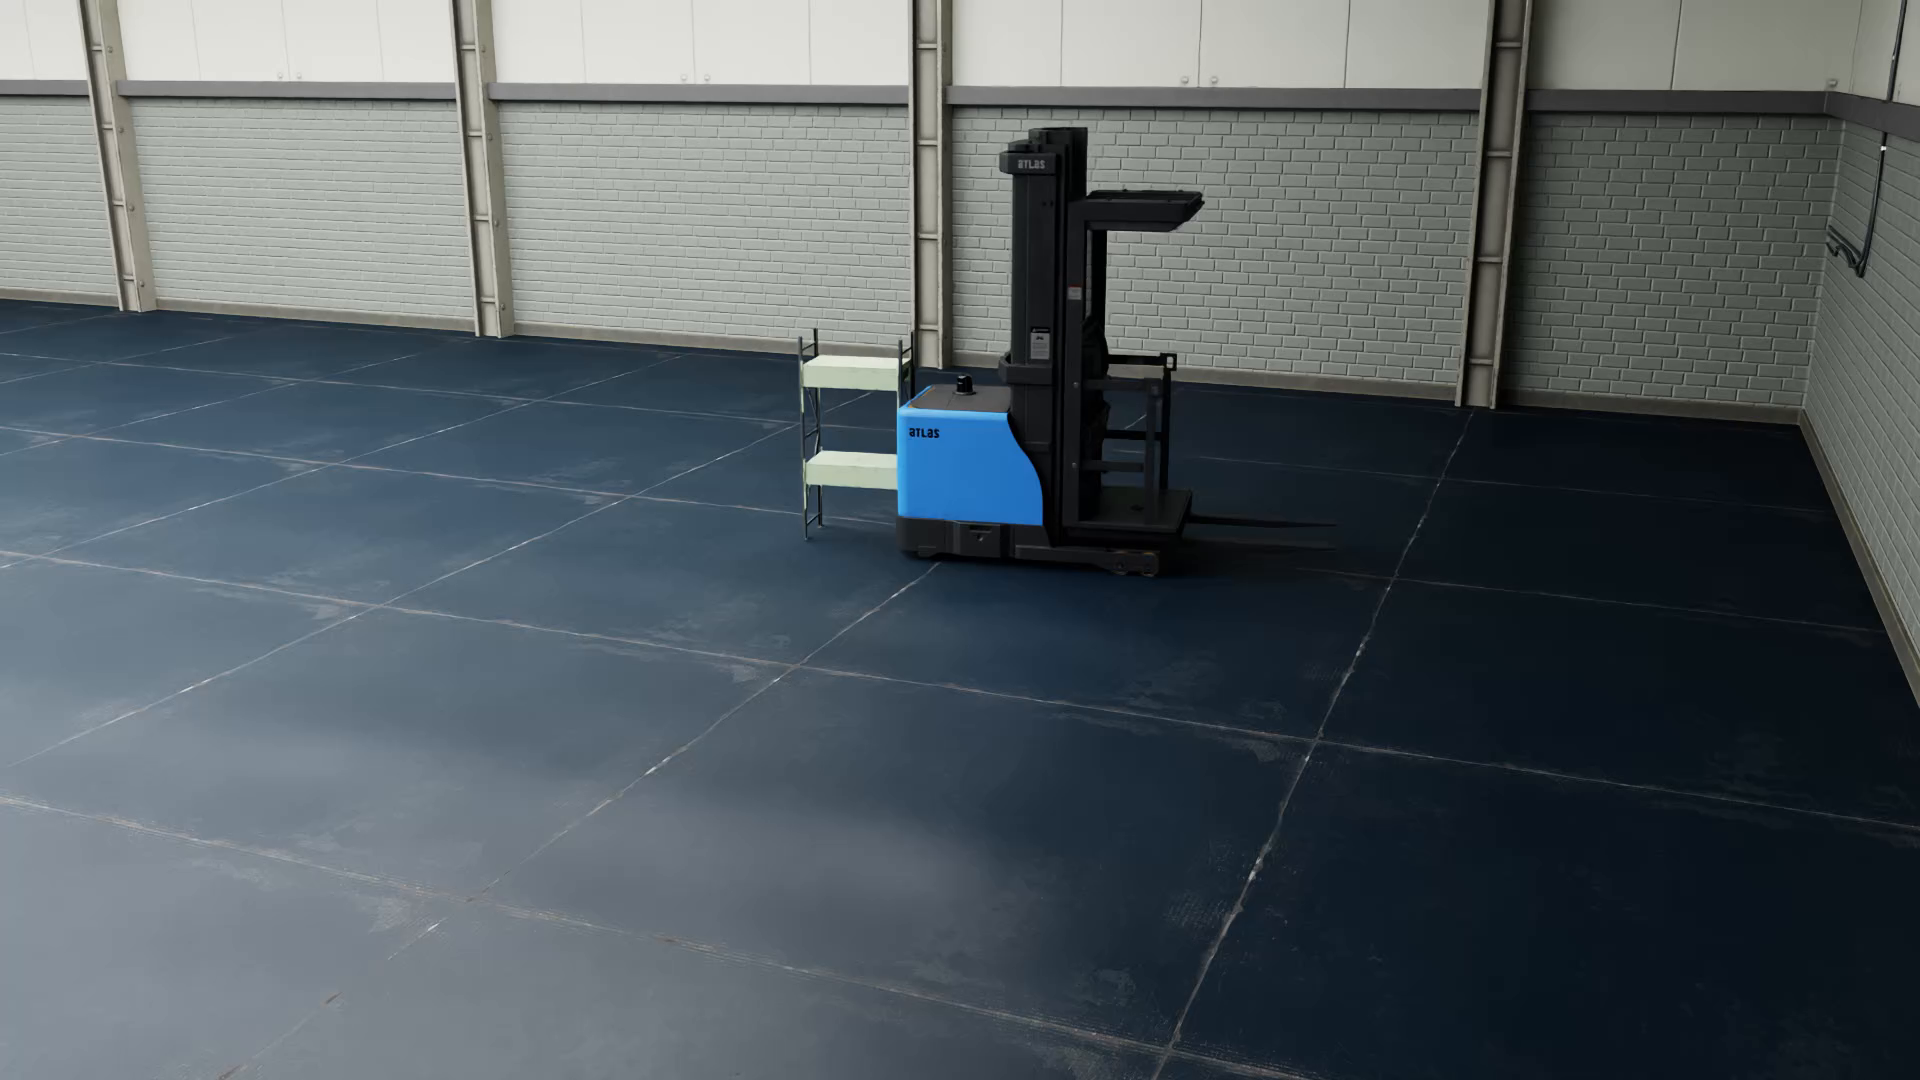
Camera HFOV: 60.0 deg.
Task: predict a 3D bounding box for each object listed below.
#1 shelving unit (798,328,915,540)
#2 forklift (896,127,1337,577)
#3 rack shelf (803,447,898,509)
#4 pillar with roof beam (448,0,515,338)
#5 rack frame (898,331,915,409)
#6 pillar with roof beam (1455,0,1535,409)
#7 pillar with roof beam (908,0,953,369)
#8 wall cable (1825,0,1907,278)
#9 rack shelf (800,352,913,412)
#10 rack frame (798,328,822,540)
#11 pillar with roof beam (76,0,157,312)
[{"bbox_3d":[-0.735,-0.749,12.064,0.755,1.500,0.431,4,17,12],"label":"shelving unit"},{"bbox_3d":[1.121,-1.319,11.461,3.031,2.935,1.130,4,17,12],"label":"forklift"},{"bbox_3d":[-0.735,-0.436,12.154,0.720,0.370,0.431,4,17,12],"label":"rack shelf"},{"bbox_3d":[-7.485,-5.812,16.052,0.400,9.000,9.100,6,17,21],"label":"pillar with roof beam"},{"bbox_3d":[-0.378,-0.726,11.986,0.023,1.500,0.400,4,17,12],"label":"rack frame"},{"bbox_3d":[3.678,-4.584,11.823,0.400,9.000,9.100,6,17,21],"label":"pillar with roof beam"},{"bbox_3d":[-1.903,-5.198,13.938,0.400,9.000,9.100,6,17,21],"label":"pillar with roof beam"},{"bbox_3d":[7.513,-3.565,13.883,0.112,2.526,3.097,6,17,21],"label":"wall cable"},{"bbox_3d":[-0.735,-1.124,11.955,0.720,0.370,0.431,4,17,12],"label":"rack shelf"},{"bbox_3d":[-1.092,-0.772,12.142,0.023,1.500,0.400,4,17,12],"label":"rack frame"},{"bbox_3d":[-13.066,-6.425,18.166,0.400,9.000,9.100,6,17,21],"label":"pillar with roof beam"}]
